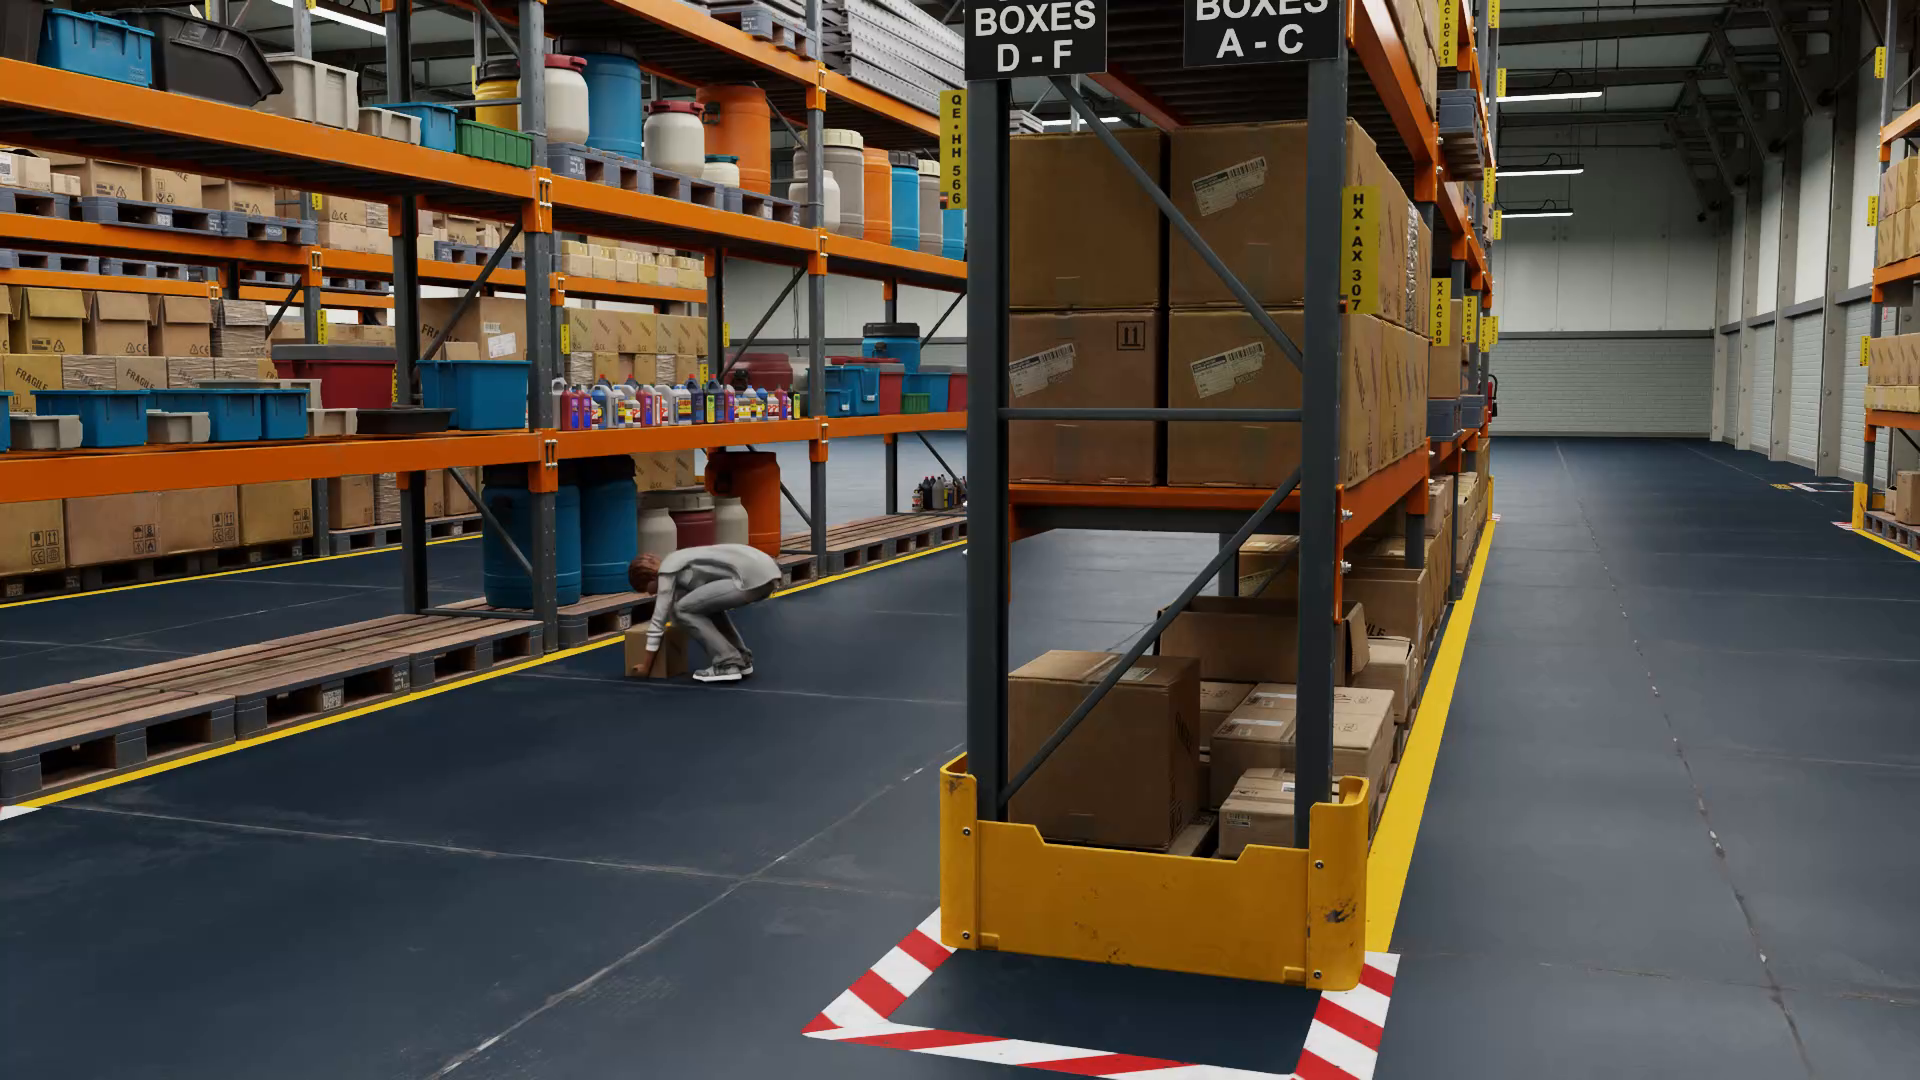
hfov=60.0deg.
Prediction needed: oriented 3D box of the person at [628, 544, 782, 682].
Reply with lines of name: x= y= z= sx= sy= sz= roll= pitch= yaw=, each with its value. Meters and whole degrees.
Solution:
person: x=-1.394 y=0.392 z=9.003 sx=0.873 sy=0.760 sz=0.422 roll=2 pitch=6 yaw=17
